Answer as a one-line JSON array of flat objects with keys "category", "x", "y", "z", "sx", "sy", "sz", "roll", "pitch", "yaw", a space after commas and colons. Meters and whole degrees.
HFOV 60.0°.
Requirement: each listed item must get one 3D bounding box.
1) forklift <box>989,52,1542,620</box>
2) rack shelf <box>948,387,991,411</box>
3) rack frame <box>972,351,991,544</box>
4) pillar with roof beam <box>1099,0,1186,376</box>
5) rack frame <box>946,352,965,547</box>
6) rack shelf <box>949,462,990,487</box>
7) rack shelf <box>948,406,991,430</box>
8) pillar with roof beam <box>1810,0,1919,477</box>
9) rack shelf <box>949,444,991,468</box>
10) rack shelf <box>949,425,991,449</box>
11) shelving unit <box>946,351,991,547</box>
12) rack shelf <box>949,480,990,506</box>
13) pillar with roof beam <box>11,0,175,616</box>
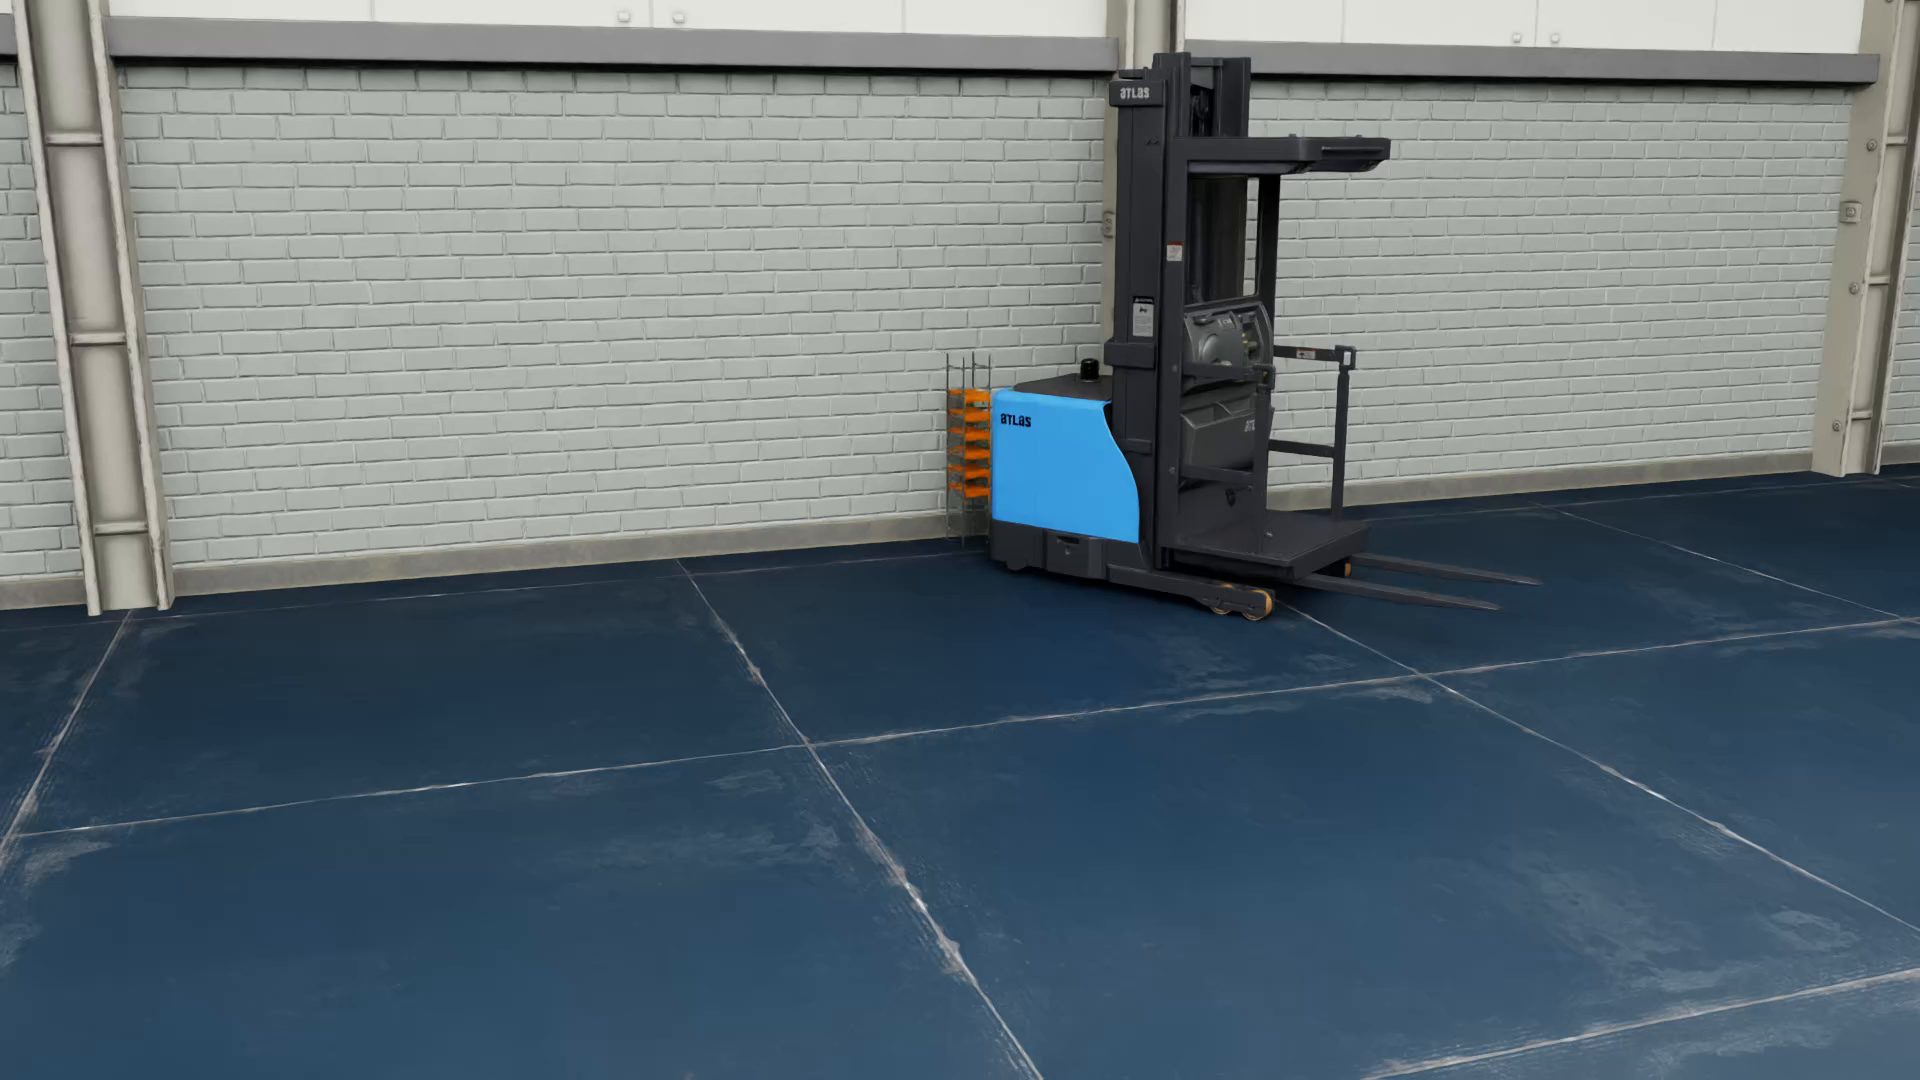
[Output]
[{"category": "forklift", "x": 1.655, "y": -1.136, "z": 9.086, "sx": 3.031, "sy": 2.935, "sz": 1.130, "roll": 10, "pitch": 17, "yaw": 36}, {"category": "rack shelf", "x": 0.052, "y": -0.880, "z": 10.387, "sx": 0.180, "sy": 0.103, "sz": 0.258, "roll": -7, "pitch": 15, "yaw": -27}, {"category": "rack frame", "x": 0.134, "y": -0.583, "z": 10.501, "sx": 0.006, "sy": 1.200, "sz": 0.240, "roll": -7, "pitch": 15, "yaw": -27}, {"category": "pillar with roof beam", "x": 2.517, "y": -3.518, "z": 5.985, "sx": 0.400, "sy": 9.000, "sz": 9.100, "roll": -4, "pitch": 14, "yaw": -18}, {"category": "rack frame", "x": -0.029, "y": -0.564, "z": 10.419, "sx": 0.006, "sy": 1.200, "sz": 0.240, "roll": -7, "pitch": 15, "yaw": -27}, {"category": "rack shelf", "x": 0.053, "y": -0.414, "z": 10.499, "sx": 0.180, "sy": 0.103, "sz": 0.258, "roll": -7, "pitch": 15, "yaw": -27}, {"category": "rack shelf", "x": 0.052, "y": -0.764, "z": 10.415, "sx": 0.180, "sy": 0.103, "sz": 0.258, "roll": -7, "pitch": 15, "yaw": -27}, {"category": "pillar with roof beam", "x": 8.204, "y": -3.960, "z": 7.847, "sx": 0.400, "sy": 9.000, "sz": 9.100, "roll": -4, "pitch": 14, "yaw": -18}, {"category": "rack shelf", "x": 0.052, "y": -0.530, "z": 10.471, "sx": 0.180, "sy": 0.103, "sz": 0.258, "roll": -7, "pitch": 15, "yaw": -27}, {"category": "rack shelf", "x": 0.052, "y": -0.647, "z": 10.443, "sx": 0.180, "sy": 0.103, "sz": 0.258, "roll": -7, "pitch": 15, "yaw": -27}, {"category": "shelving unit", "x": 0.052, "y": -0.573, "z": 10.460, "sx": 0.189, "sy": 1.200, "sz": 0.258, "roll": -7, "pitch": 15, "yaw": -27}, {"category": "rack shelf", "x": 0.053, "y": -0.297, "z": 10.526, "sx": 0.180, "sy": 0.103, "sz": 0.258, "roll": -7, "pitch": 15, "yaw": -27}, {"category": "pillar with roof beam", "x": -3.170, "y": -3.075, "z": 4.123, "sx": 0.400, "sy": 9.000, "sz": 9.100, "roll": -4, "pitch": 14, "yaw": -18}]
